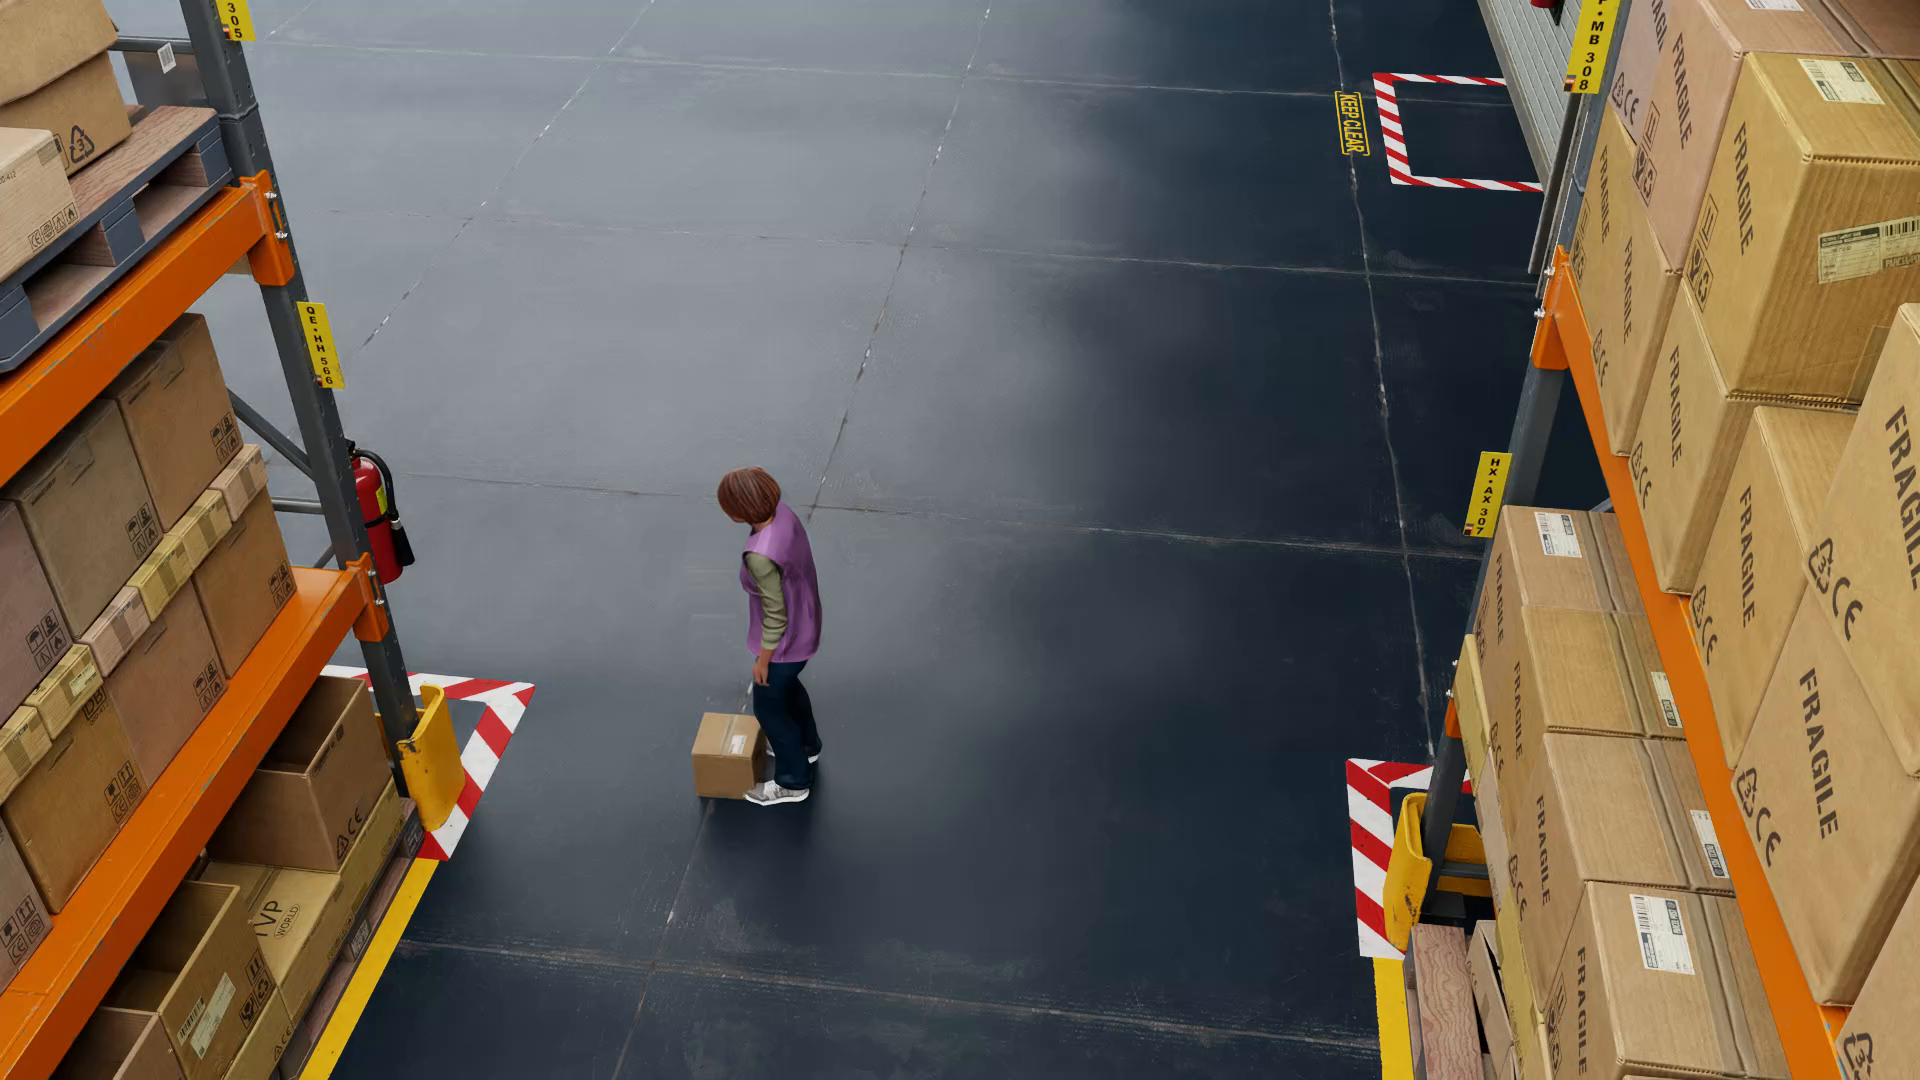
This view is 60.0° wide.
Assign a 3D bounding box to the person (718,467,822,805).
[{"bbox_3d":[-0.715,0.378,6.539,0.345,1.591,0.464,3,37,4],"label":"person"}]
